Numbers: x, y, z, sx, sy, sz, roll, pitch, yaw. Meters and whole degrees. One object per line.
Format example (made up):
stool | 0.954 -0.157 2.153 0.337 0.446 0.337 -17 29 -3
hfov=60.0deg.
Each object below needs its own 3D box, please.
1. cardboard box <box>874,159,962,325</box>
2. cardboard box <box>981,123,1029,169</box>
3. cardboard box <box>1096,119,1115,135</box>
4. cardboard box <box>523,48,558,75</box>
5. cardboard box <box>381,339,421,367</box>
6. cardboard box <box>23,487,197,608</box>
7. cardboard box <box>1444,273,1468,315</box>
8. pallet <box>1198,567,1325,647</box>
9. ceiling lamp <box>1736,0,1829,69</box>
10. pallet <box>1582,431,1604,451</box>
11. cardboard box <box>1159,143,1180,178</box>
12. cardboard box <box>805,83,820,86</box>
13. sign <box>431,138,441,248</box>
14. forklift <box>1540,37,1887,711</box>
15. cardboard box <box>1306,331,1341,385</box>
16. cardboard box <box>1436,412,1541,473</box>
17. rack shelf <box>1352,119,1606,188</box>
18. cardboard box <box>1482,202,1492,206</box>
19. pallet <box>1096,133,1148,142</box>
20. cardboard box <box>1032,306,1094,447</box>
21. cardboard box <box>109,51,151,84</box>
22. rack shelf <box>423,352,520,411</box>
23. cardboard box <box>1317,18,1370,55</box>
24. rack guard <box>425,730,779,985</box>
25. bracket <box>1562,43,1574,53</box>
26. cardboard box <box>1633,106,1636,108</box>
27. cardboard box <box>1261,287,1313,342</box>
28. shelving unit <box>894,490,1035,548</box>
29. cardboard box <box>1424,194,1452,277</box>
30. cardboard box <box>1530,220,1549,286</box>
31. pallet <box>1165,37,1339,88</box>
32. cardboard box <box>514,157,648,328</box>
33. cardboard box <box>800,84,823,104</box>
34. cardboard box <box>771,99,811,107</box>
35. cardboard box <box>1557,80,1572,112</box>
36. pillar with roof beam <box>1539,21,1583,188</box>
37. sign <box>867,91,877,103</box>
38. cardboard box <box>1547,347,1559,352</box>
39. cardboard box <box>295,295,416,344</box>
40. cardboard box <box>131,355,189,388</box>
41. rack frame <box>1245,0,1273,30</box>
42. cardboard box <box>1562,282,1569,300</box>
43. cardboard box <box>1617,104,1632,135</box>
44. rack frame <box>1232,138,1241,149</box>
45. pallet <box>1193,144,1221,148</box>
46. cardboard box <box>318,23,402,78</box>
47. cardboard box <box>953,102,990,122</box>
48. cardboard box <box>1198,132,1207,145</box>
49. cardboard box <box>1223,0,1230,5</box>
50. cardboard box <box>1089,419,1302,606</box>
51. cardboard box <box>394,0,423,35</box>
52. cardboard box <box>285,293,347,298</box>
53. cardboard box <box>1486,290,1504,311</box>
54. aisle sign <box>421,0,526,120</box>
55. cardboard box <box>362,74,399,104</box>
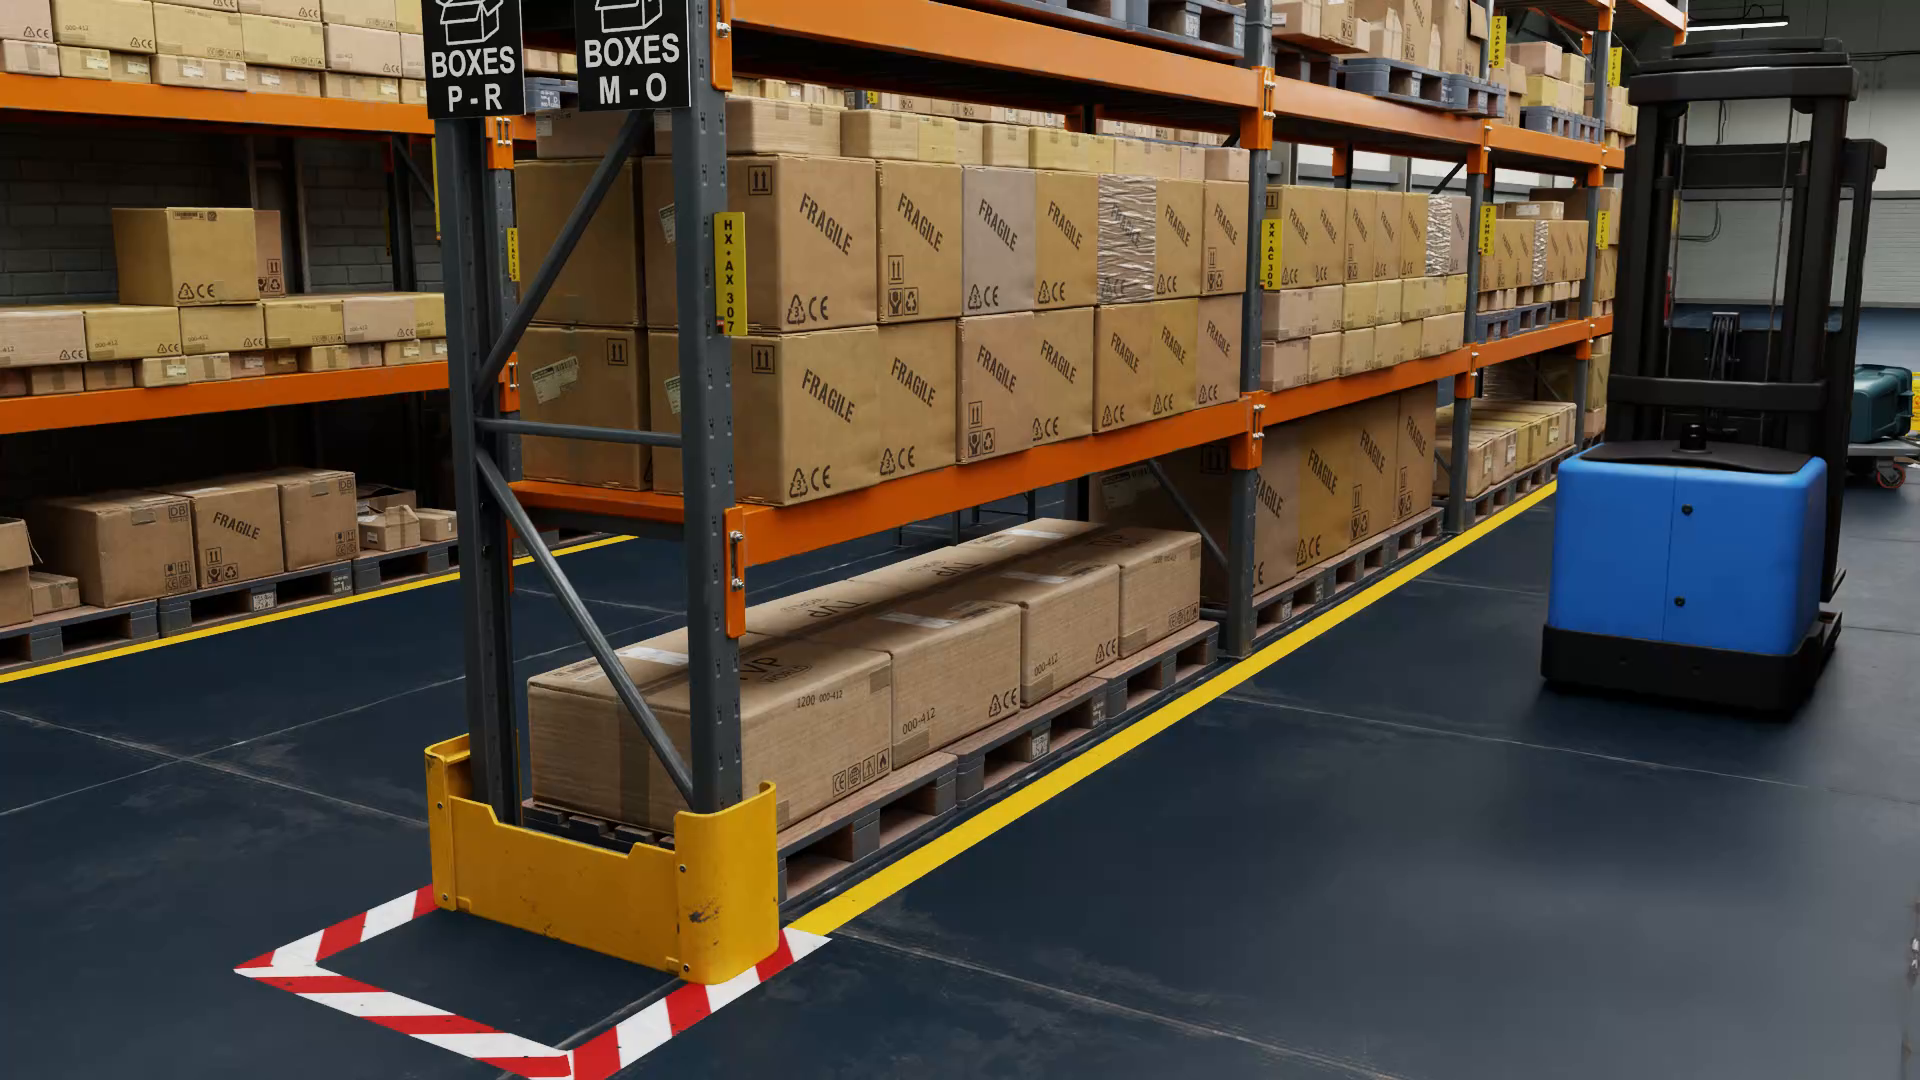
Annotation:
cardboard box | -0.332 -0.974 5.433 0.500 0.500 0.500 6 12 29
cardboard box | 0.020 -1.395 5.917 0.380 0.149 0.250 7 12 31
cardboard box | 1.391 -4.313 17.371 0.380 0.149 0.250 7 13 32
cardboard box | -2.759 -3.022 10.476 0.380 0.149 0.250 7 12 32
cardboard box | -3.435 -1.122 9.895 0.380 0.149 0.250 7 13 32
cardboard box | -4.456 0.027 8.724 0.700 0.500 0.500 7 13 33
cardboard box | 3.032 -1.633 10.991 0.500 0.250 0.500 6 12 30
pallet | 1.326 0.309 9.143 1.003 0.211 1.213 6 12 31
ceiling lamp | 19.472 -12.745 39.128 2.000 3.185 0.800 6 12 31
pallet | 5.462 -0.929 15.759 1.003 0.211 1.213 6 12 31
cardboard box | 0.734 -1.644 7.247 0.380 0.149 0.250 6 12 31
cardboard box | -1.330 -3.665 13.156 0.380 0.149 0.250 6 12 29
sign | -1.543 -1.043 4.999 0.100 0.325 0.005 6 12 31
forklift | 3.891 -0.922 8.330 1.130 2.935 3.031 7 13 32
cardboard box | 1.711 -0.984 8.883 0.500 0.250 0.500 6 12 29
cardboard box | 4.143 -0.800 13.490 0.950 0.372 0.625 7 13 33
rack shelf | 4.105 -2.997 13.030 1.077 0.370 4.000 6 12 31
cardboard box | 4.121 -2.691 13.605 0.380 0.149 0.250 7 13 34
pallet | 1.320 -4.232 17.912 1.003 0.211 1.213 6 12 31
cardboard box | 0.172 -0.642 6.373 0.500 0.500 0.500 7 13 33
cardboard box | -4.283 -2.355 8.325 0.380 0.149 0.250 6 12 30
rack shelf | -2.216 -1.367 12.475 1.077 0.370 4.000 6 12 31
cardboard box | 1.946 -2.664 8.790 0.380 0.166 0.250 5 12 27
rack guard | -1.099 0.929 5.049 1.175 0.500 0.348 6 12 31
bracket | 14.392 -11.664 39.434 0.235 0.232 0.430 6 12 31
cardboard box | 6.215 -4.162 15.814 0.380 0.149 0.250 6 12 30
cardboard box | 1.459 -1.147 8.393 0.500 0.250 0.500 6 12 29
shelving unit | 0.044 -0.751 11.302 0.538 1.500 1.048 6 12 31
cardboard box | 2.762 -1.915 10.455 0.500 0.500 0.500 7 12 32
cardboard box | 4.299 -2.257 13.051 0.500 0.500 0.500 6 12 29
pallet | 1.424 -2.462 8.736 0.805 0.209 1.217 6 12 28
cardboard box | -1.040 -0.943 5.264 0.500 0.500 0.500 7 13 33
cardboard box | -1.307 -3.514 13.162 0.380 0.149 0.250 6 12 29
cardboard box | -1.497 -3.253 12.849 0.500 0.250 0.500 6 12 31
cardboard box | 4.697 -3.613 13.632 0.500 0.250 0.500 7 12 31
pillar with roof beam | 17.983 -9.582 38.098 9.100 9.000 0.548 6 12 31
sign | -0.715 -3.712 13.487 0.100 0.325 0.005 6 12 31
cardboard box | 5.484 -1.613 16.127 0.500 0.500 0.500 7 12 32
cardboard box | -3.558 -1.295 9.735 0.500 0.250 0.500 6 12 31
cardboard box | -4.215 -0.877 8.585 0.380 0.149 0.250 6 12 29
rack frame | 0.990 -3.881 7.647 1.000 3.000 0.127 6 12 31
cardboard box | 4.857 -2.083 13.884 0.380 0.149 0.250 6 12 30
cardboard box | 5.865 -3.863 15.298 0.500 0.250 0.500 6 12 30
rack frame | 2.976 -6.242 20.258 1.000 3.000 0.127 6 12 31
pallet | 2.586 -4.616 19.961 1.003 0.211 1.213 6 12 31
cardboard box | -3.552 -2.771 9.464 0.500 0.250 0.500 6 12 29
cardboard box | -0.065 -4.065 15.096 0.500 0.500 0.500 7 13 32
cardboard box | 2.673 -4.758 19.434 0.396 0.266 0.258 6 12 31
cardboard box | 1.268 -2.728 8.740 0.500 0.311 0.500 6 12 31
cardboard box | 1.243 -0.200 8.918 0.875 0.875 0.875 7 13 32
cardboard box | -3.311 -3.097 9.847 0.500 0.250 0.500 6 12 31
cardboard box | -3.997 -1.347 10.012 0.500 0.250 0.500 6 12 30
cardboard box | 3.751 -1.758 12.149 0.380 0.149 0.250 5 12 27
aisle sign | -1.389 -1.600 4.697 0.394 0.787 0.004 6 12 31
cardboard box | -3.465 -2.593 9.598 0.380 0.149 0.250 7 13 33
